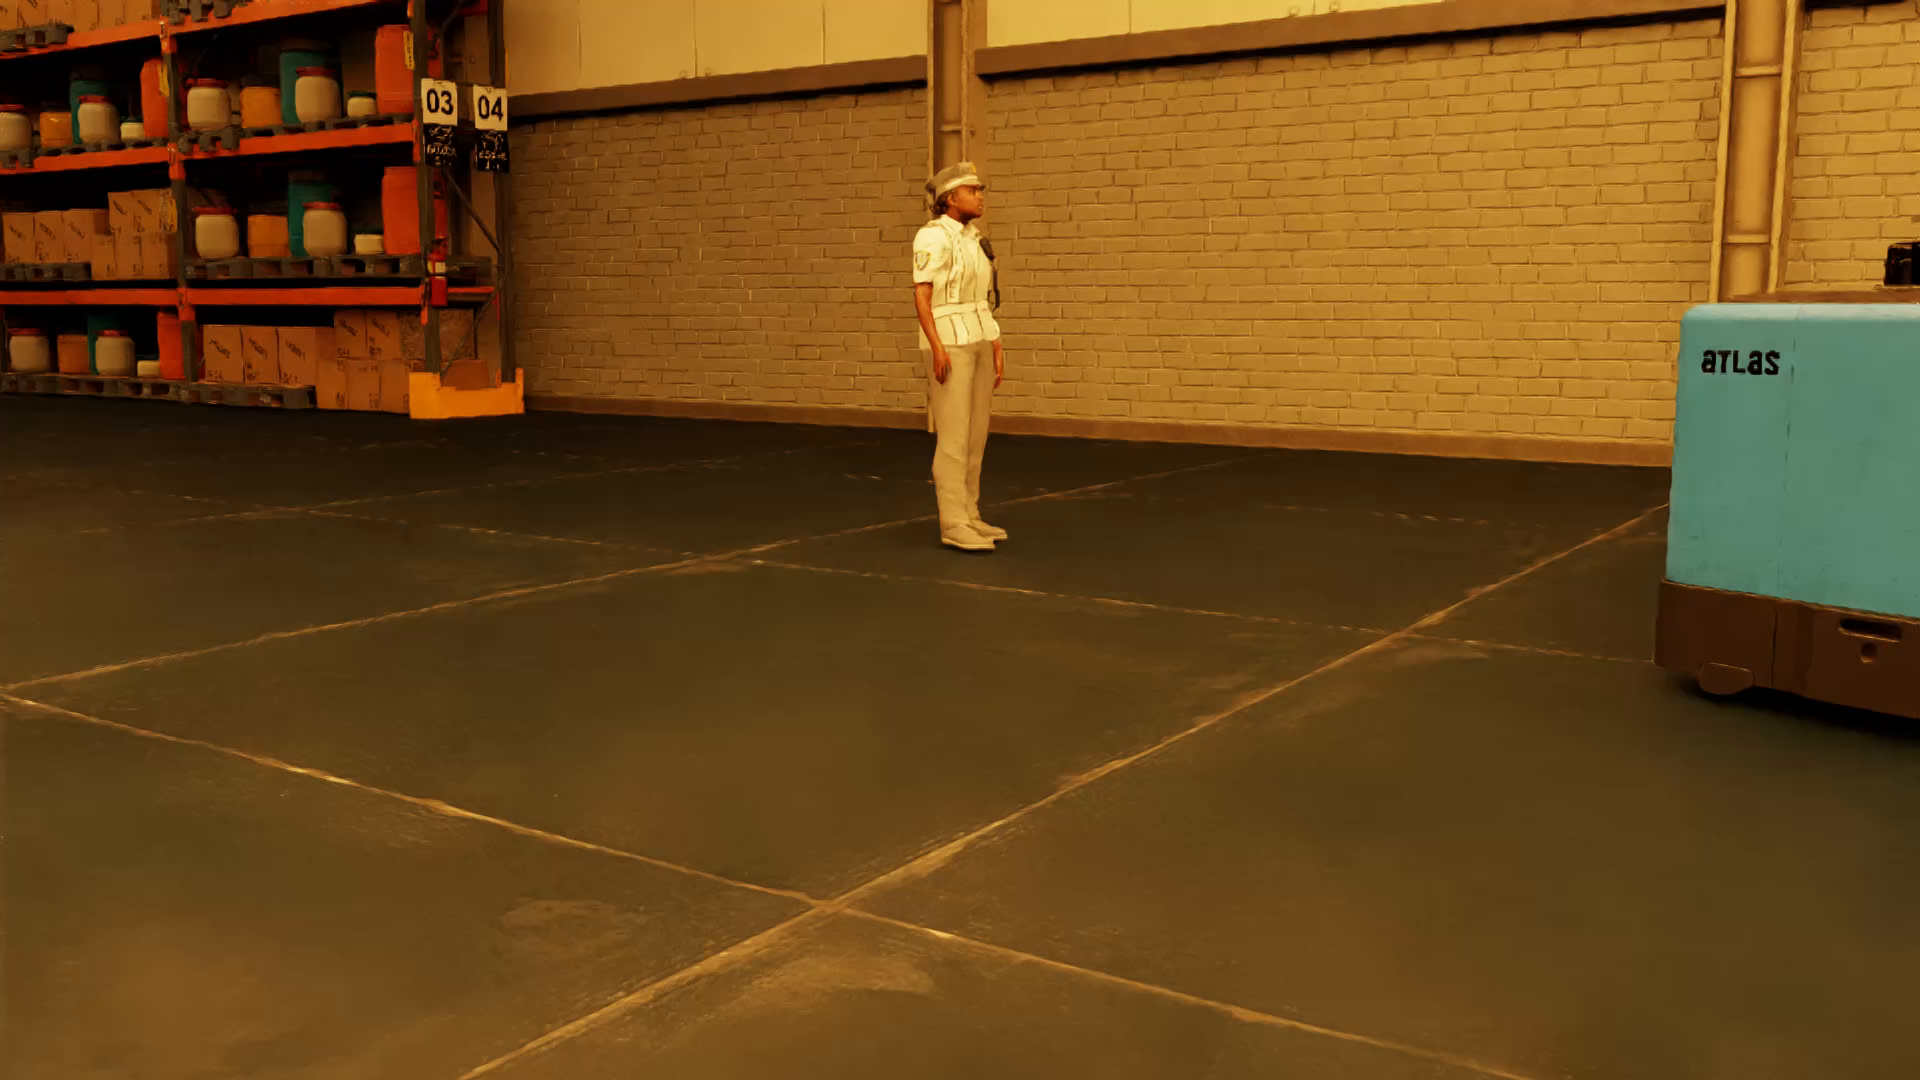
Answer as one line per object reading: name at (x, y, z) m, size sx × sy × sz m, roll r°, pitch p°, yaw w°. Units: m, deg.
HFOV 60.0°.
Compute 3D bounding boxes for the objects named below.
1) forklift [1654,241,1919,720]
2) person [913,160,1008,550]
forklift at (3.216, -0.905, 3.554) m, size 1.130 × 2.935 × 3.031 m, roll -6°, pitch 10°, yaw -36°
person at (0.051, -0.839, 7.426) m, size 0.529 × 1.695 × 0.570 m, roll 5°, pitch 10°, yaw 34°
